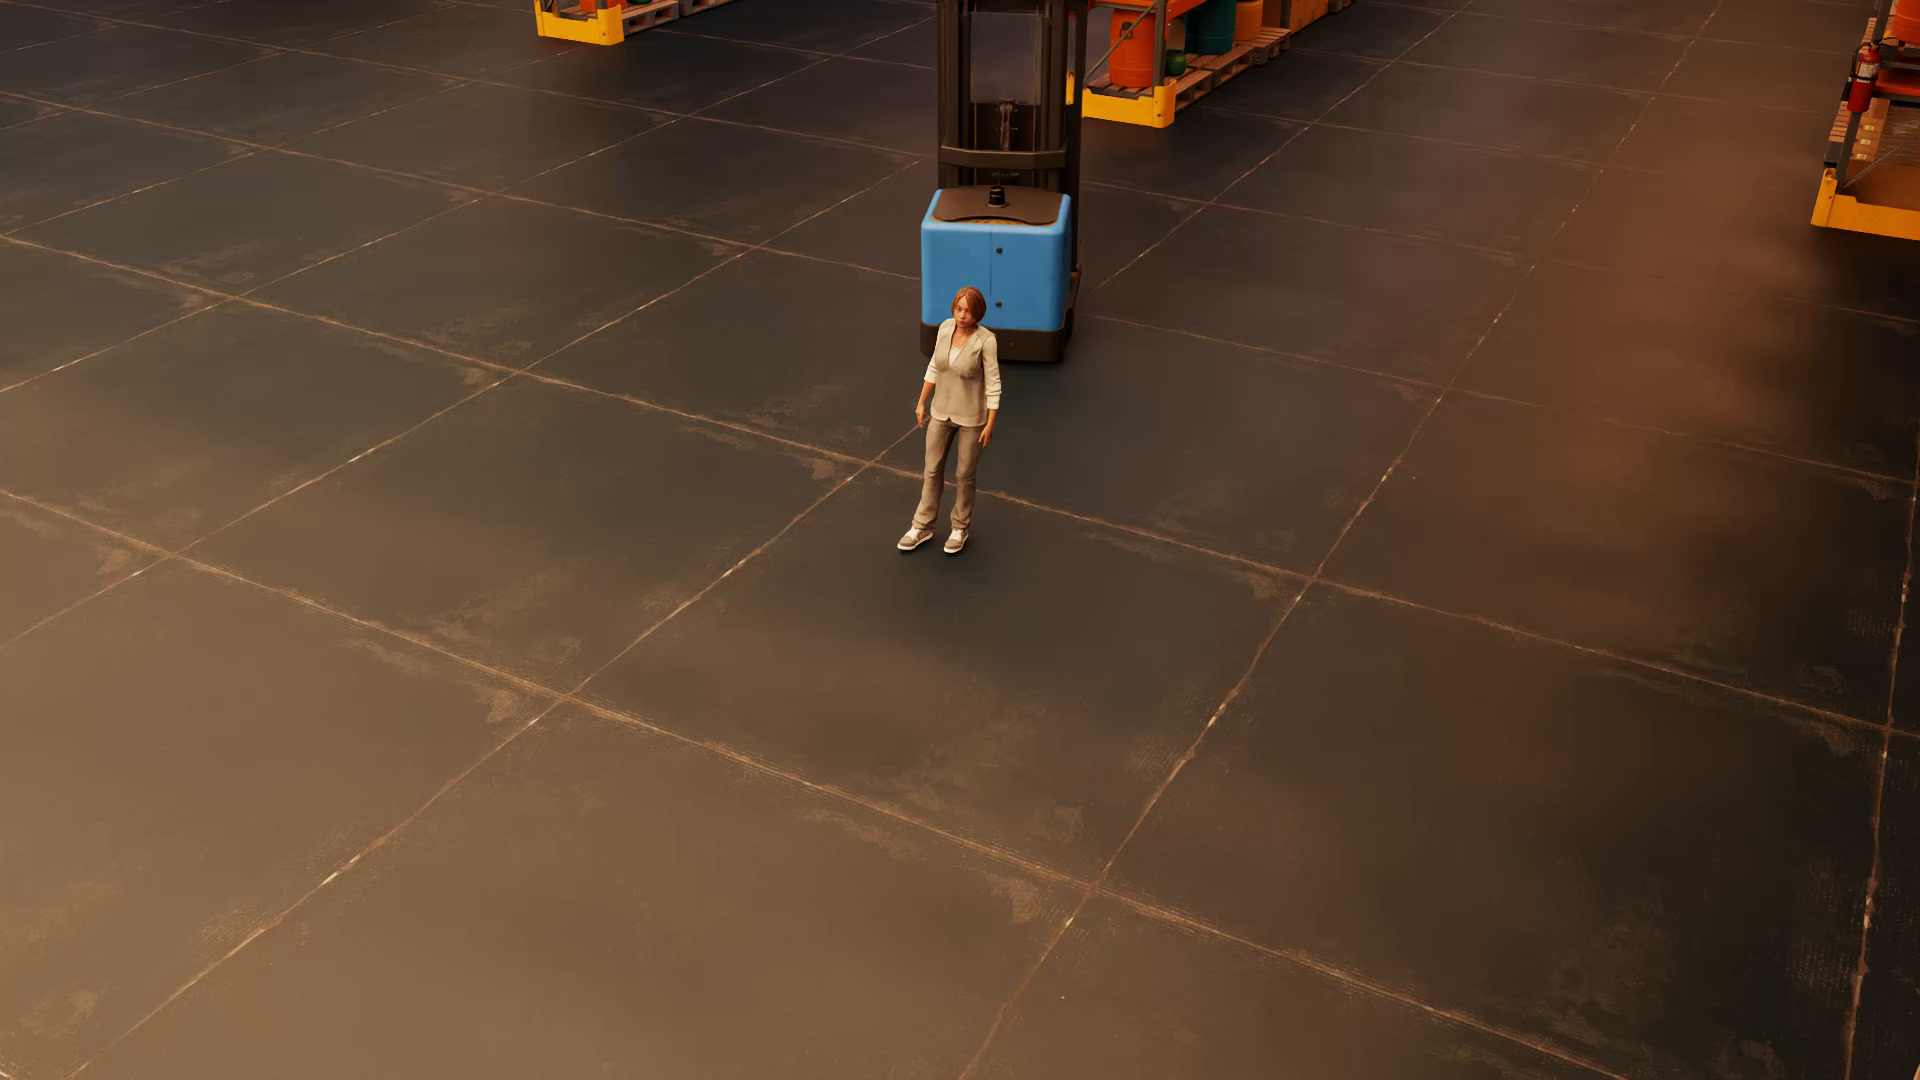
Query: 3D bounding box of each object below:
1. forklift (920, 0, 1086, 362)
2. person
[{"bbox_3d":[0.404,-3.280,12.754,1.130,2.935,3.031,4,30,6],"label":"forklift"},{"bbox_3d":[-0.049,-0.669,9.549,0.520,1.599,0.473,15,33,25],"label":"person"}]
